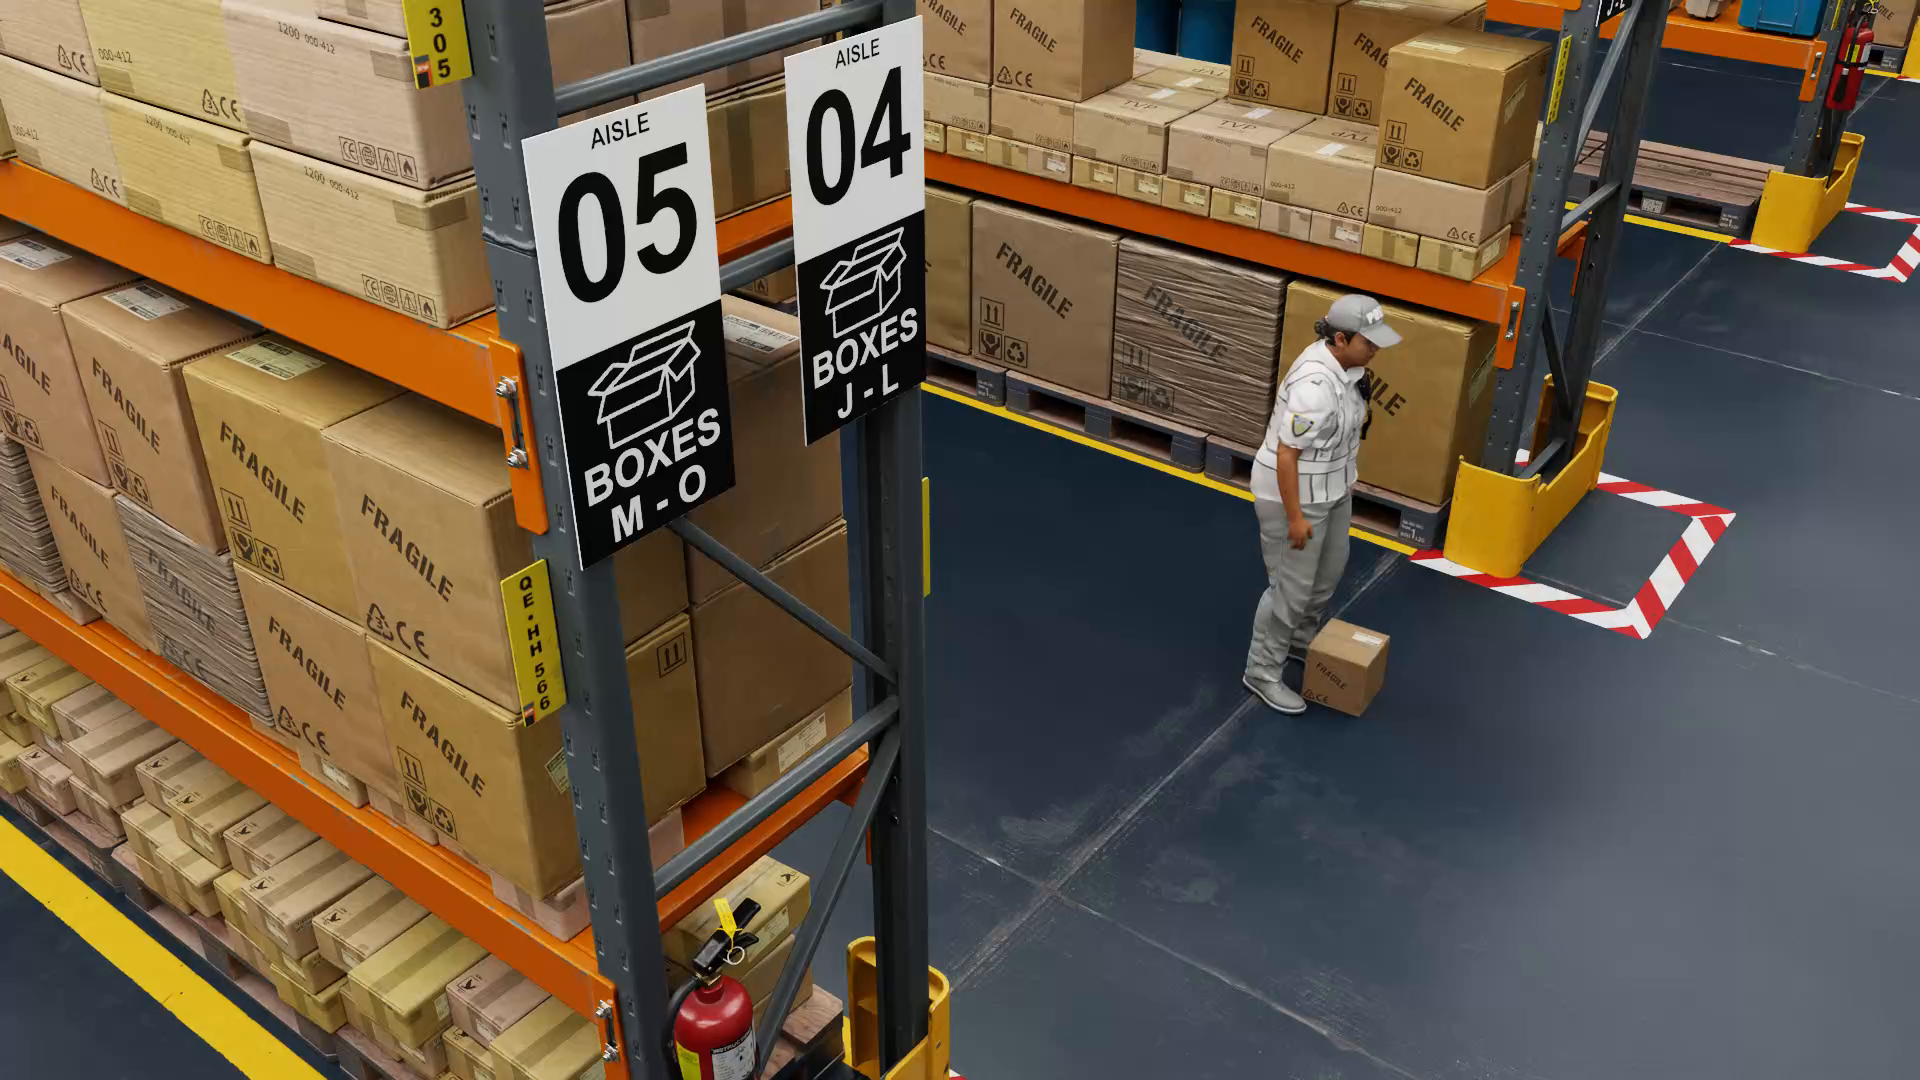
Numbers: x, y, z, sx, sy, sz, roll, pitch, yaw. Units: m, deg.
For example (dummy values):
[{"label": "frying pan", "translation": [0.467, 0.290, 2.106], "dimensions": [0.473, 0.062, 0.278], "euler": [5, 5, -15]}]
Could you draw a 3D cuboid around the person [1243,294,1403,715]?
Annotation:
[{"label": "person", "translation": [1.368, -0.166, 6.400], "dimensions": [0.465, 1.667, 0.560], "euler": [20, 36, 29]}]
